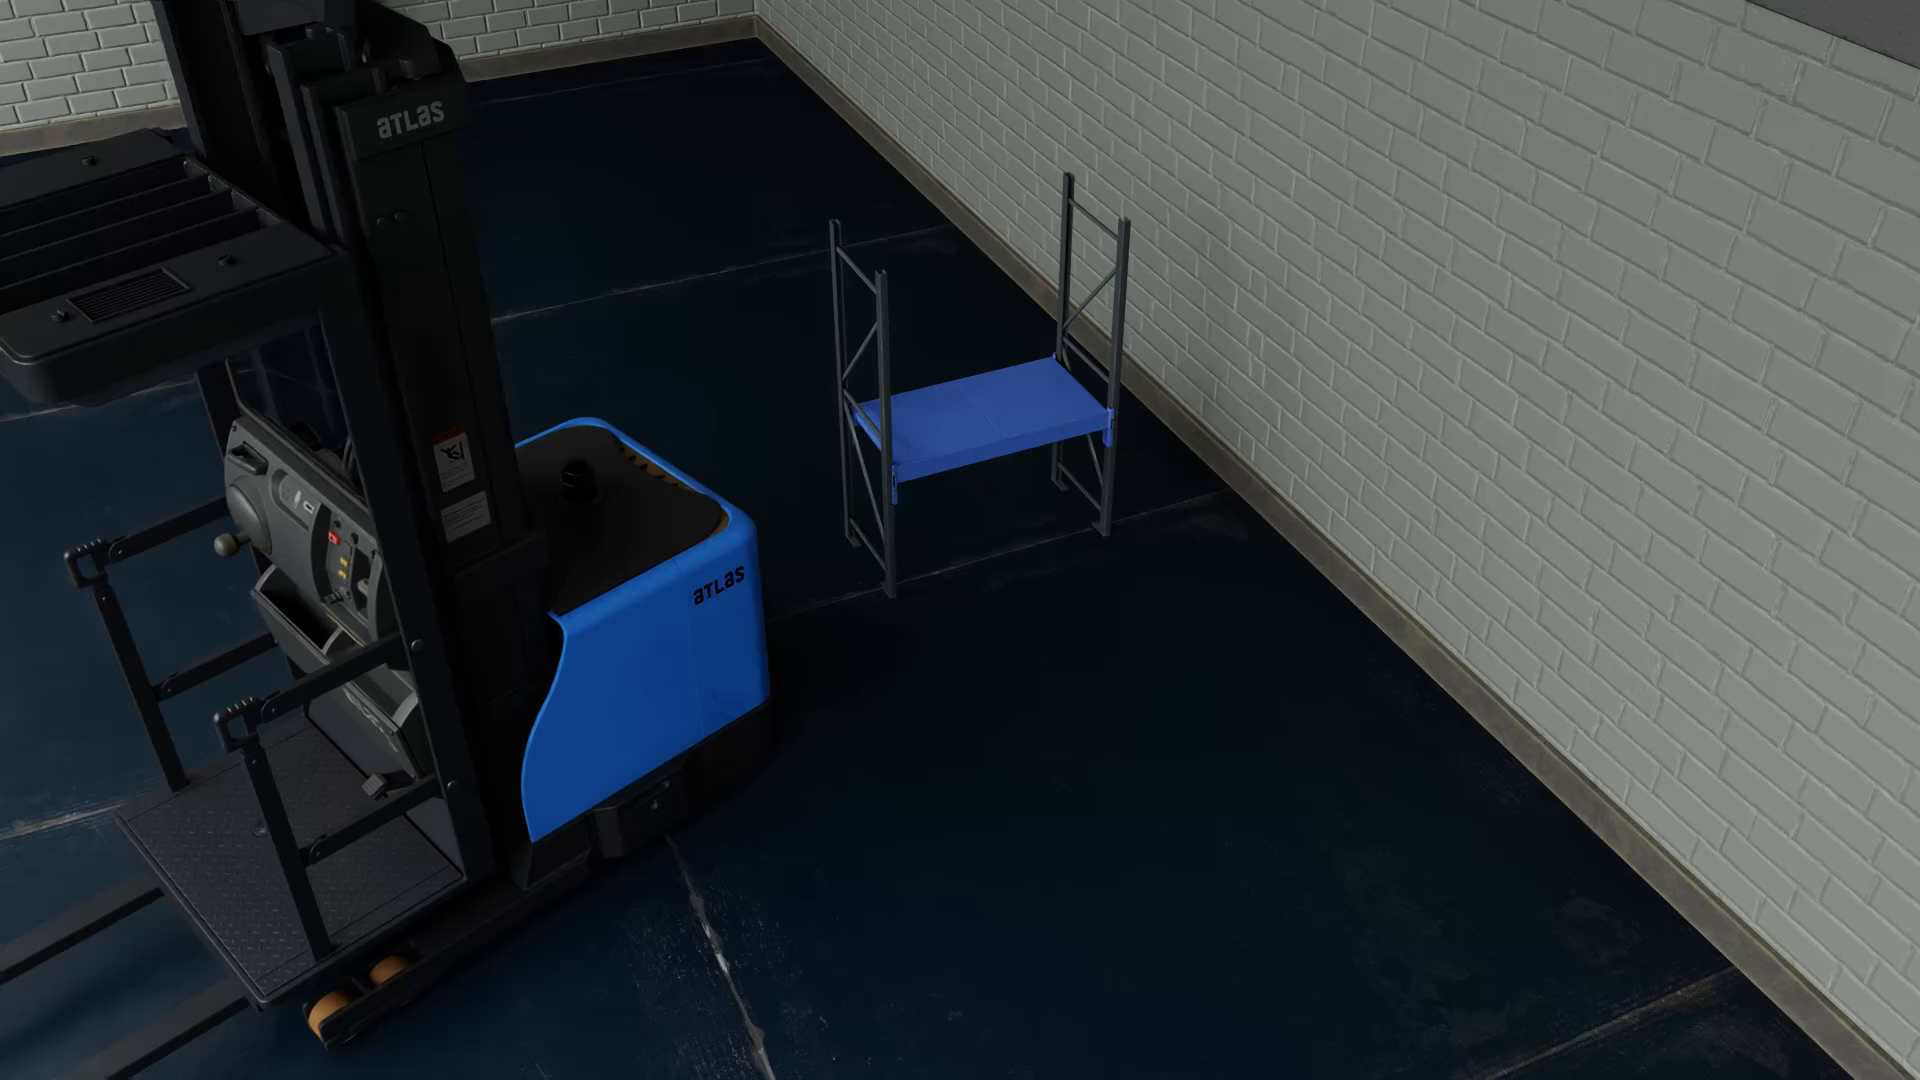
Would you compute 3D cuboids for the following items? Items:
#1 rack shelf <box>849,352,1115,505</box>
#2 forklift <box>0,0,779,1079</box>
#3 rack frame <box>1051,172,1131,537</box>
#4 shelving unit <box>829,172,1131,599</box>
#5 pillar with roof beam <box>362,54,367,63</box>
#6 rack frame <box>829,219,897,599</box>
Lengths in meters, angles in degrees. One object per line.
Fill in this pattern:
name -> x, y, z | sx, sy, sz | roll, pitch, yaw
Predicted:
rack shelf -> 0.077, -0.480, 6.939 | 1.000, 0.185, 0.538 | -16, 39, -20
forklift -> -2.068, 0.031, 4.748 | 3.031, 2.935, 1.130 | -31, 46, -34
rack frame -> 0.537, -0.753, 7.006 | 0.032, 1.500, 0.500 | -16, 39, -20
shelving unit -> 0.077, -0.624, 6.832 | 1.048, 1.500, 0.538 | -16, 39, -20
pillar with roof beam -> -2.305, -4.182, 5.335 | 0.400, 9.000, 9.100 | -16, 39, -20
rack frame -> -0.383, -0.495, 6.659 | 0.032, 1.500, 0.500 | -16, 39, -20
